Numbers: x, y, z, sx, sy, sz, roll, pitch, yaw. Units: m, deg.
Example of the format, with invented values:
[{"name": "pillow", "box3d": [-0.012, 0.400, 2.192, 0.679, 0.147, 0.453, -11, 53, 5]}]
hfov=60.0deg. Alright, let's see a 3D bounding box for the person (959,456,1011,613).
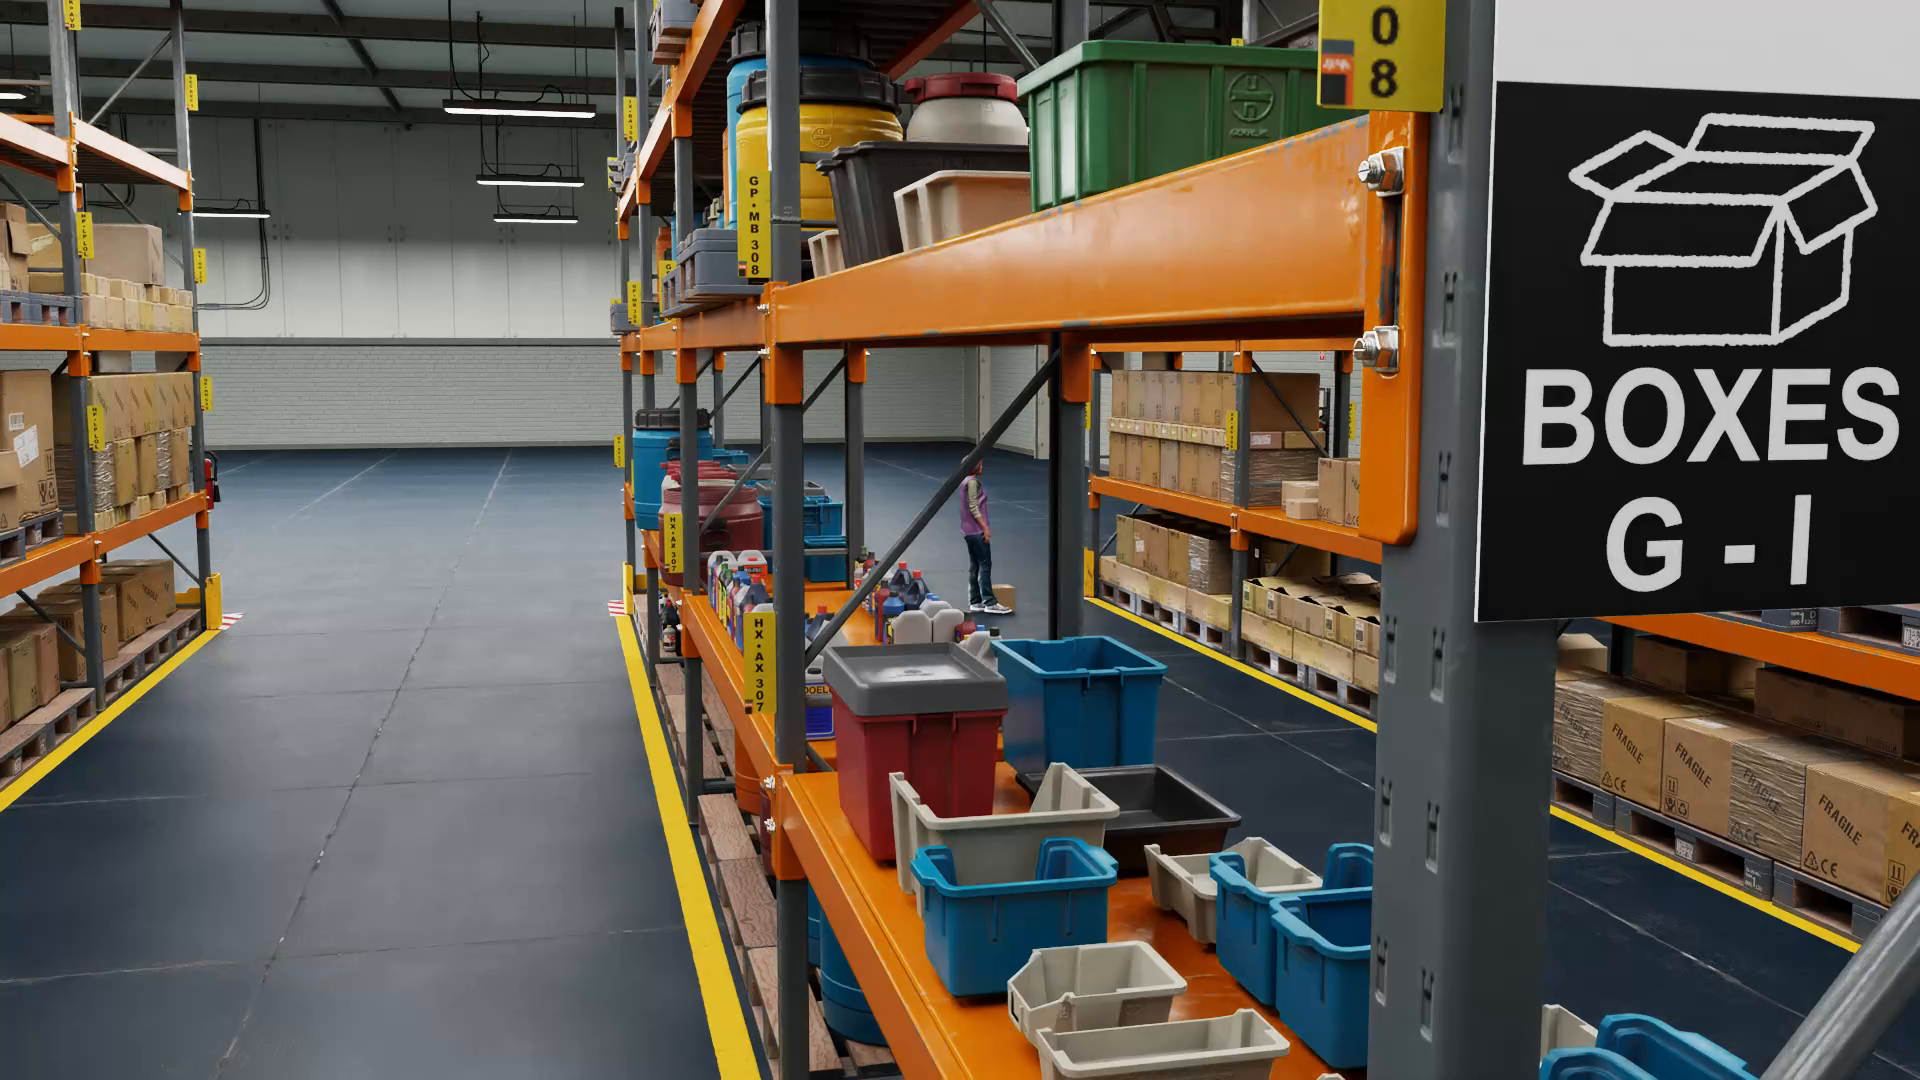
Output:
[{"name": "person", "box3d": [0.239, -0.070, 16.916, 0.475, 1.598, 0.519, -2, 7, -14]}]
